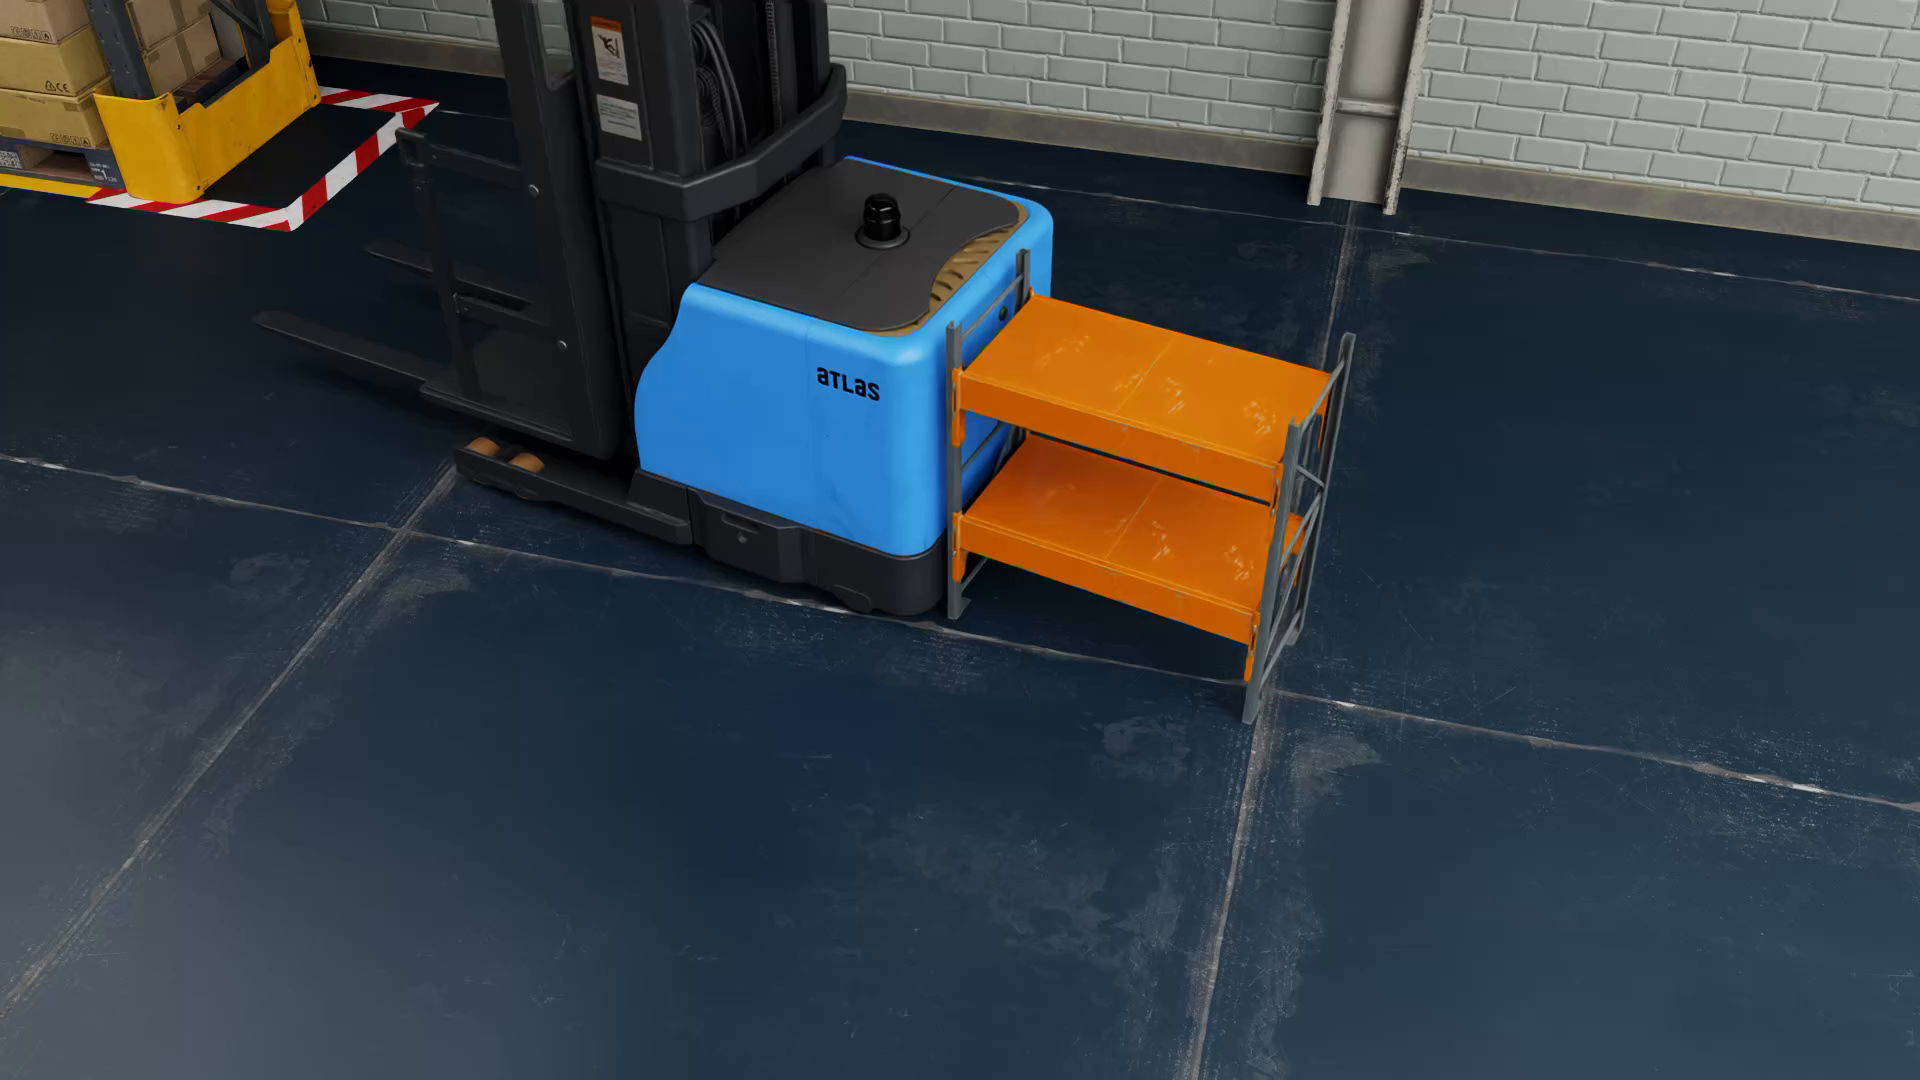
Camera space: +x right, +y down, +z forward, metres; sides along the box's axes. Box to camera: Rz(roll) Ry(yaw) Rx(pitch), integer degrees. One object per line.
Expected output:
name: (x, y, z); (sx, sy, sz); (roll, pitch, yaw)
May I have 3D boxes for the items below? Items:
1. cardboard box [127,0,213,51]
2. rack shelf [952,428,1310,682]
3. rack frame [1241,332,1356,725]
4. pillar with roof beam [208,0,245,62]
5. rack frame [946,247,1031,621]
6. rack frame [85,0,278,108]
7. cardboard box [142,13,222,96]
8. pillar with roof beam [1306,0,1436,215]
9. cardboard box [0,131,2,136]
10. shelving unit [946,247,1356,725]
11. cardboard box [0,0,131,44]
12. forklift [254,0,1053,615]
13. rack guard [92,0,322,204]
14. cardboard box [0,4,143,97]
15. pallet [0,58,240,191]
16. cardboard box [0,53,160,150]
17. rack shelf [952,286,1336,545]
cardboard box: (-3.949, -2.570, 7.900); (0.500, 0.250, 0.500); (10, 41, 12)
rack shelf: (0.539, 0.025, 5.226); (1.000, 0.278, 0.538); (18, 43, 21)
rack frame: (0.990, -0.012, 4.889); (0.032, 1.125, 0.500); (18, 43, 21)
pillar with roof beam: (-5.100, -3.361, 2.755); (0.400, 9.000, 9.100); (10, 41, 11)
rack frame: (0.088, -0.313, 5.248); (0.032, 1.125, 0.500); (18, 43, 21)
rack frame: (-3.548, -3.063, 7.065); (0.127, 3.000, 1.000); (10, 41, 11)
cardboard box: (-3.972, -2.374, 8.056); (0.500, 0.250, 0.500); (10, 41, 12)
pillar with roof beam: (0.696, -2.364, 1.568); (0.400, 9.000, 9.100); (10, 41, 11)
cardboard box: (-4.562, -2.141, 7.779); (0.500, 0.250, 0.500); (10, 41, 11)
shelving unit: (0.539, -0.162, 5.069); (1.048, 1.125, 0.538); (18, 43, 21)
cardboard box: (-4.074, -2.437, 7.353); (0.500, 0.250, 0.500); (11, 41, 13)
forklift: (-1.232, -1.547, 5.312); (3.031, 2.935, 1.130); (18, 43, 21)
rack guard: (-3.525, -2.102, 7.864); (0.348, 0.500, 1.175); (10, 41, 11)
cardboard box: (-4.099, -2.249, 7.518); (0.500, 0.250, 0.500); (9, 41, 11)
pallet: (-4.298, -2.096, 8.082); (1.213, 0.211, 1.003); (10, 41, 11)
cardboard box: (-4.084, -2.053, 7.673); (0.500, 0.250, 0.500); (10, 41, 12)
rack shelf: (0.539, -0.387, 4.881); (1.000, 0.278, 0.538); (18, 43, 21)
